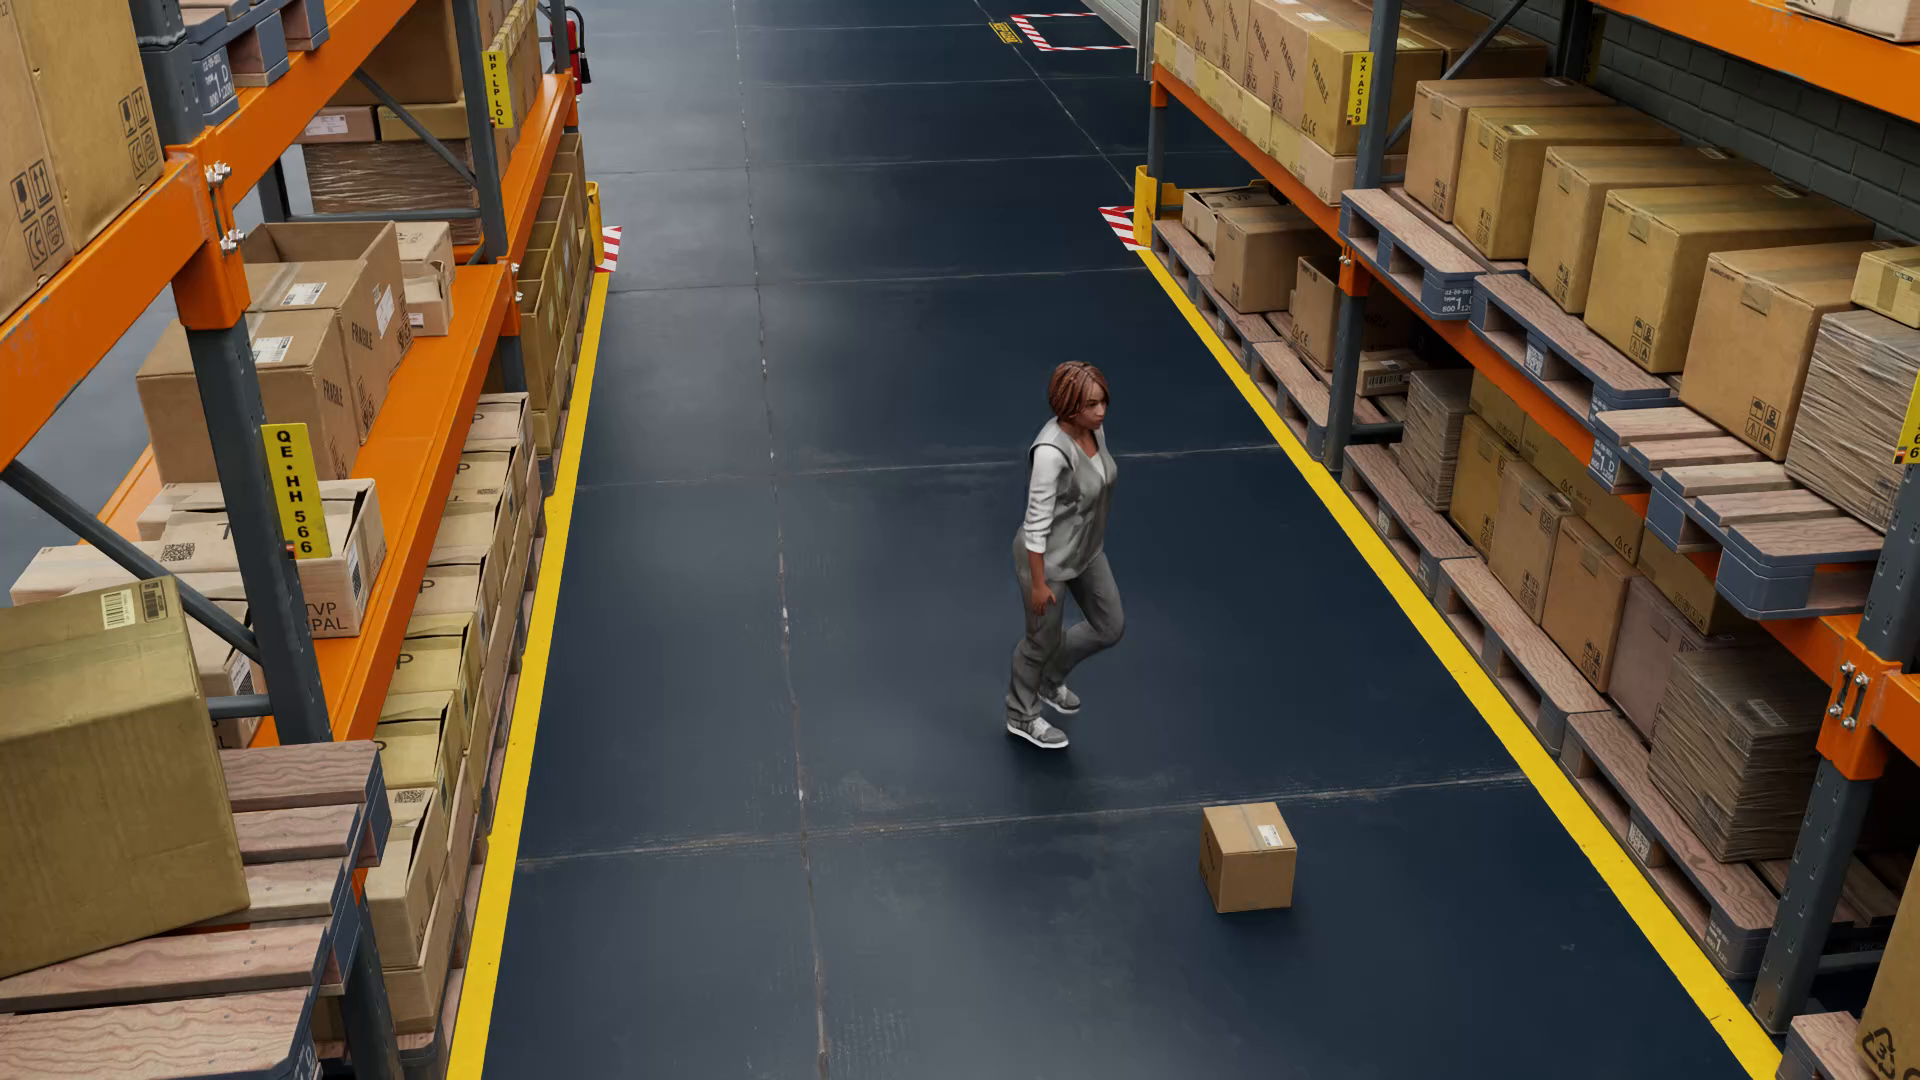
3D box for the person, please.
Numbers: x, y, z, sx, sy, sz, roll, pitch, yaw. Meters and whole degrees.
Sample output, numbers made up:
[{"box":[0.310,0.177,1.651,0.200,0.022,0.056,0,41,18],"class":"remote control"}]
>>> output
[{"box":[0.341,0.074,5.957,0.435,1.584,0.445,17,32,30],"class":"person"}]
